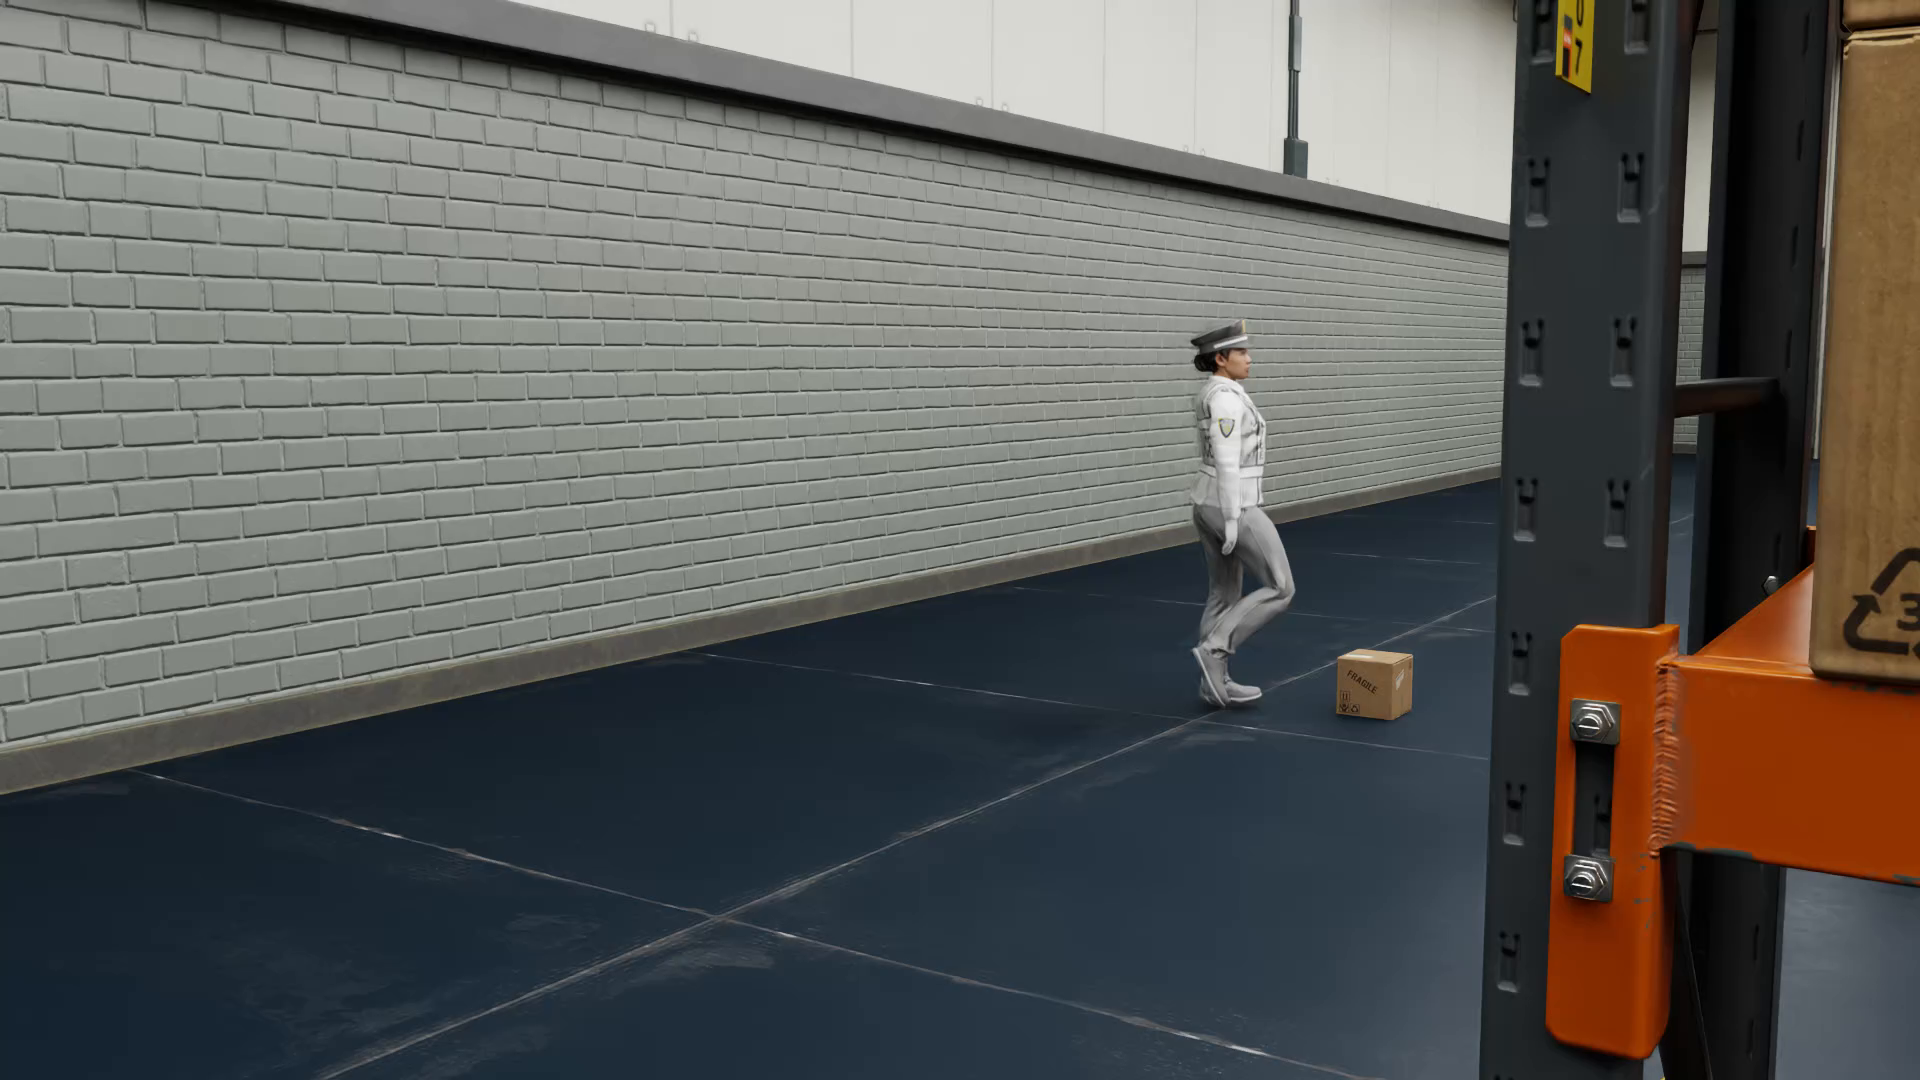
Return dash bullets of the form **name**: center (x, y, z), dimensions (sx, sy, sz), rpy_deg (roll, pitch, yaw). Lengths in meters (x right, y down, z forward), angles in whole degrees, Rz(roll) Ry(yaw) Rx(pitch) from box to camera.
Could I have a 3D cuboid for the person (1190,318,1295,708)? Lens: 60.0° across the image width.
- **person**: center (1.199, -0.119, 7.230), dimensions (0.435, 1.678, 0.495), rpy_deg (-1, 6, -7)
